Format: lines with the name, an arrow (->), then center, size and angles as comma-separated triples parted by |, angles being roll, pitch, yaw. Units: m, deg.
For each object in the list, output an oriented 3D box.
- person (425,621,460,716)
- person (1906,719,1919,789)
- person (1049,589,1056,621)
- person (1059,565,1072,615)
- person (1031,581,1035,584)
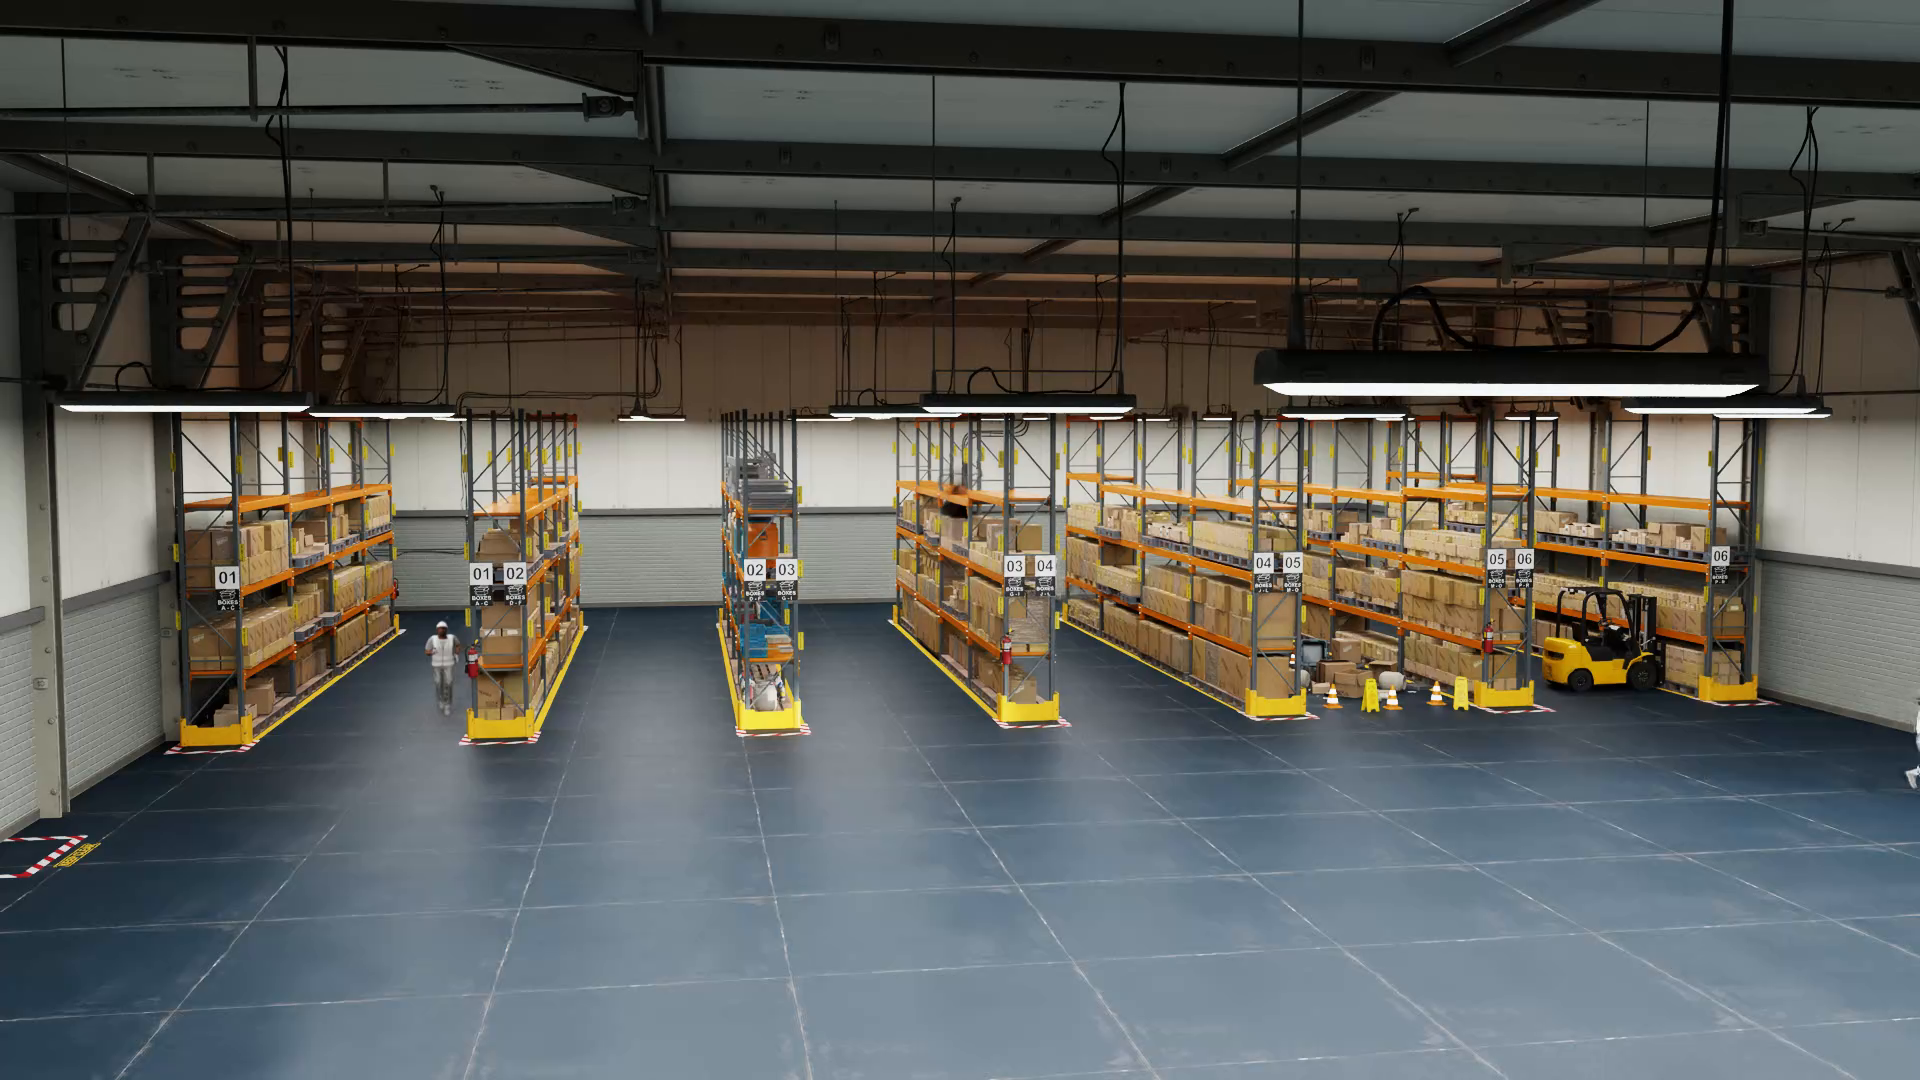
person -> -10.230, 2.518, 32.883 | 0.664, 1.823, 0.824 | -1, 4, -15
person -> 14.835, 3.128, 25.469 | 0.552, 1.657, 0.621 | 3, 5, 37
person -> 2.364, 1.756, 45.434 | 0.550, 1.621, 0.873 | 0, 4, -5
person -> 3.245, 1.504, 49.776 | 0.701, 1.554, 0.604 | -1, 4, -8
person -> 2.142, 1.613, 46.359 | 0.648, 1.833, 0.786 | 0, 4, 0
